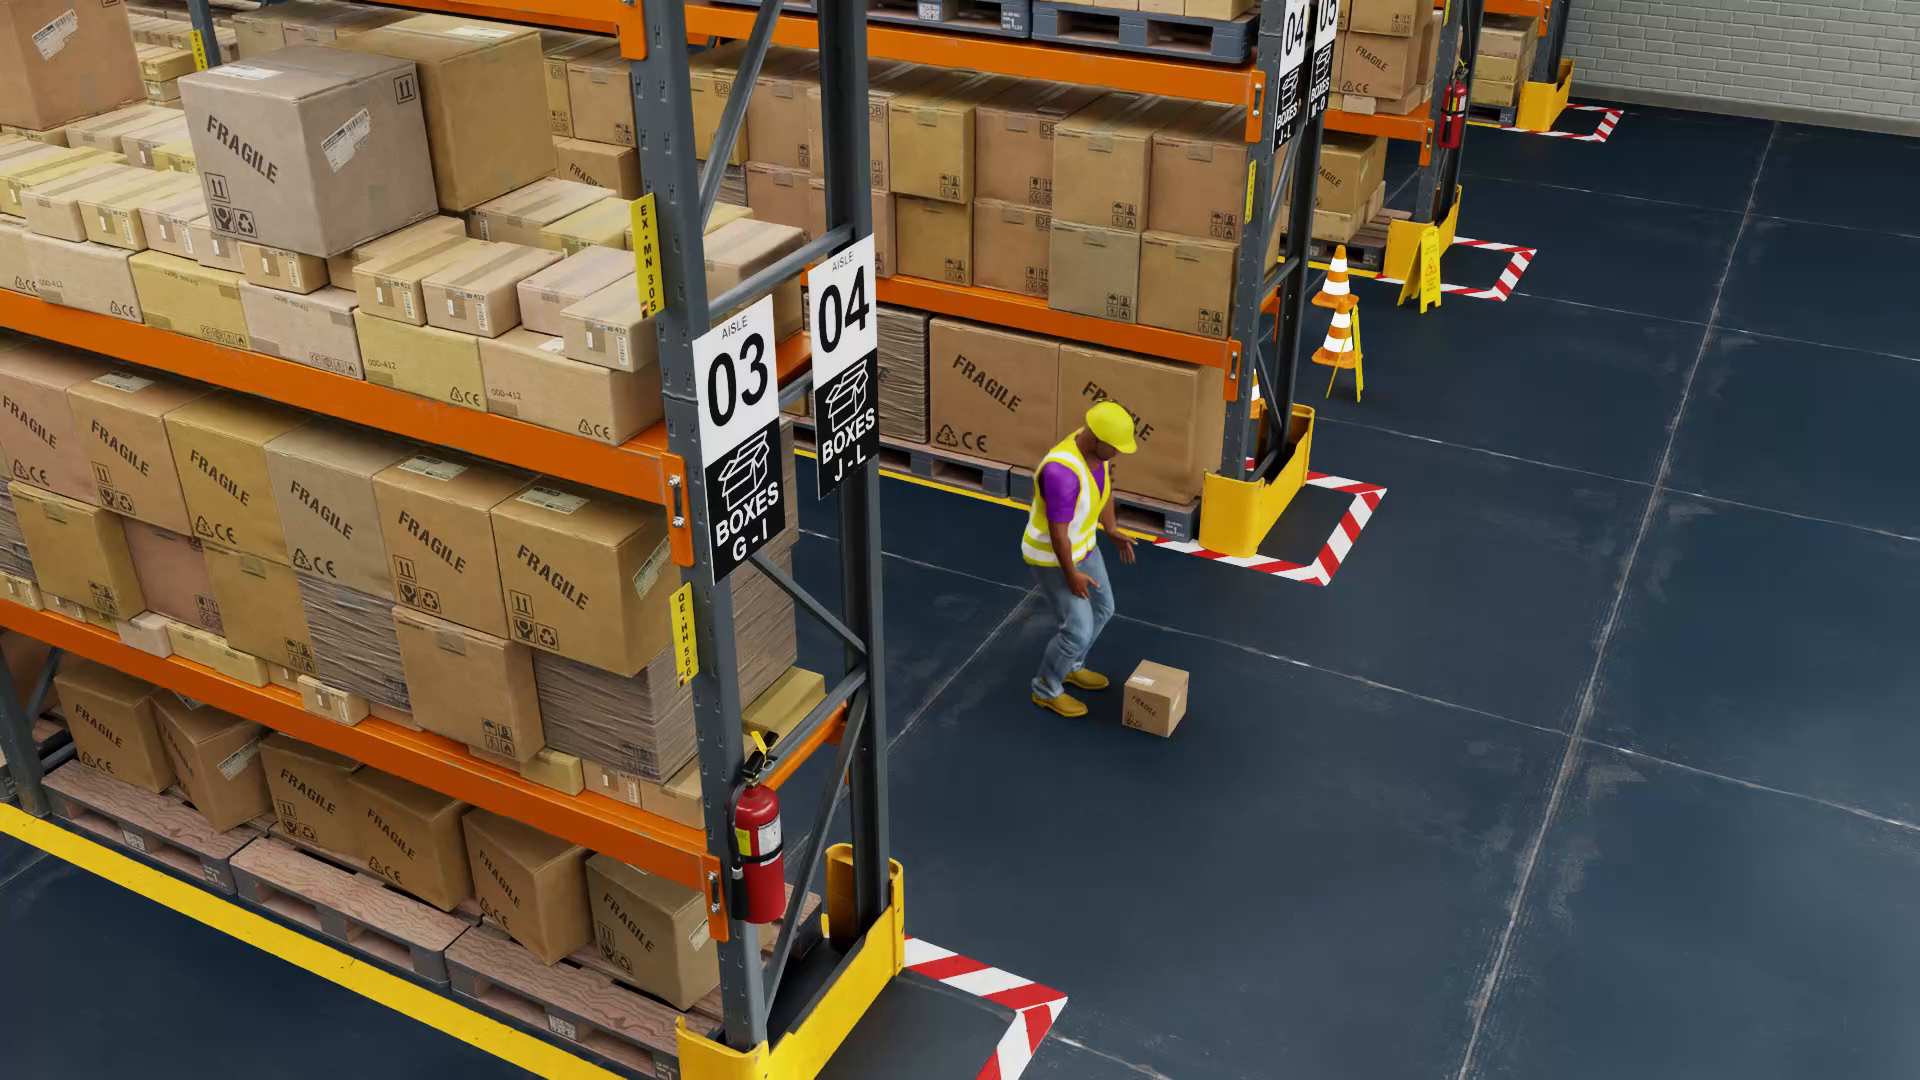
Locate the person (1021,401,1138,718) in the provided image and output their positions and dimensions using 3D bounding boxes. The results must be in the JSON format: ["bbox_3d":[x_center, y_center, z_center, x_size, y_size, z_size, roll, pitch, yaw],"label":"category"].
[{"bbox_3d":[0.595,0.061,8.249,0.511,1.682,0.602,15,33,25],"label":"person"}]
